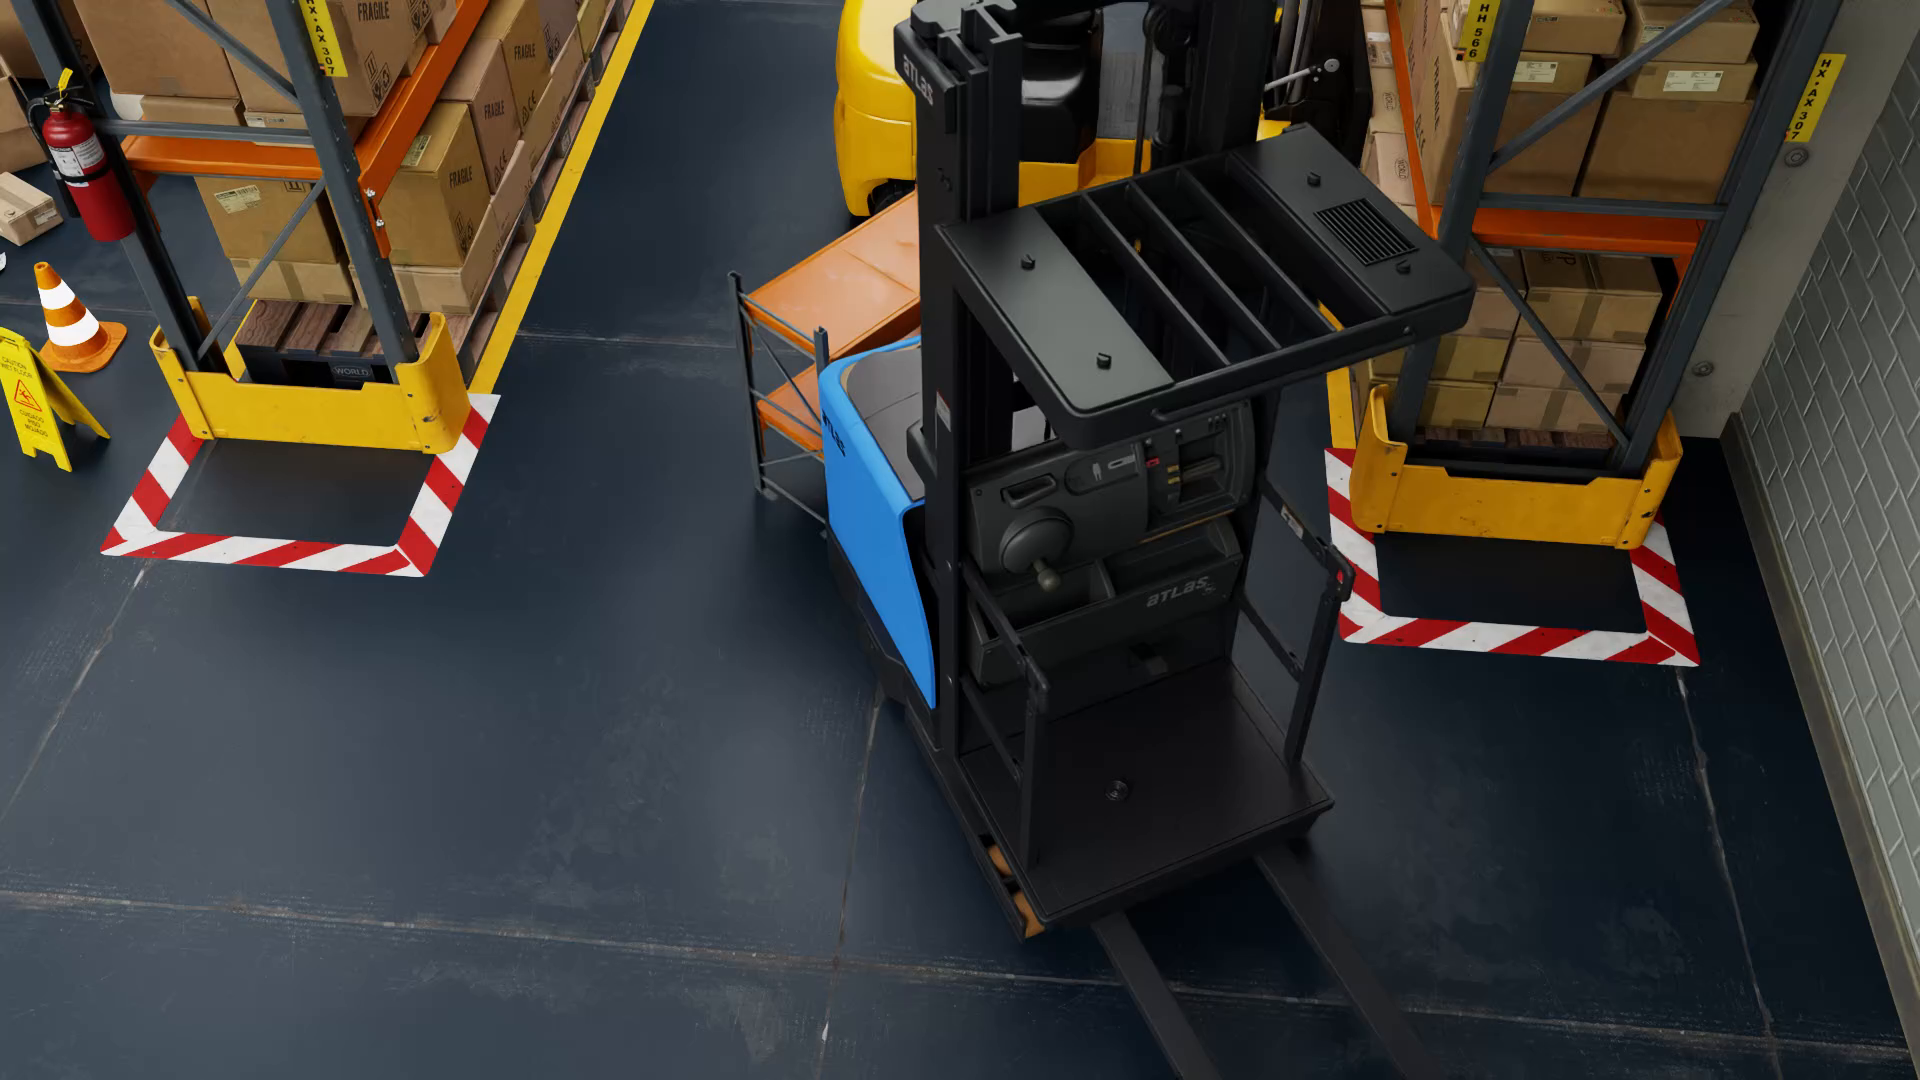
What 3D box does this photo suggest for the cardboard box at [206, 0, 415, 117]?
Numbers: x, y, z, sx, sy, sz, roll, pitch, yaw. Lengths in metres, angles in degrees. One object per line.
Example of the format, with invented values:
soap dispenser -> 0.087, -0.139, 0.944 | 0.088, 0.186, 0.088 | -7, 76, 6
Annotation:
cardboard box -> -2.419, -1.948, 6.230 | 0.500, 0.500, 0.500 | 3, 48, 3

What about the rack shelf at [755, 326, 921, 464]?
rack shelf -> -0.319, -0.592, 6.861 | 0.538, 0.278, 1.000 | 34, 56, 27

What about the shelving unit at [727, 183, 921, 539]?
shelving unit -> -0.319, -0.757, 6.680 | 0.538, 1.125, 1.048 | 34, 56, 27

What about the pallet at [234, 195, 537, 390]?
pallet -> -2.622, -1.194, 7.699 | 1.003, 0.211, 1.213 | 4, 48, 4

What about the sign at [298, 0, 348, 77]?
sign -> -2.198, -1.741, 5.723 | 0.100, 0.325, 0.005 | 4, 48, 4

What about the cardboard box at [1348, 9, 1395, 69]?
cardboard box -> 2.067, -2.183, 7.615 | 0.500, 0.250, 0.500 | 3, 48, 3

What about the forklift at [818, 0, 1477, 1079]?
forklift -> 0.554, -0.041, 4.801 | 1.130, 2.935, 3.031 | -19, 50, -16

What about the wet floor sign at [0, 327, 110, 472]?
wet floor sign -> -3.821, -0.623, 6.882 | 0.267, 0.644, 0.232 | 19, 50, 17

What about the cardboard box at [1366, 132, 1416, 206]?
cardboard box -> 1.977, -1.440, 6.935 | 0.500, 0.250, 0.500 | 5, 48, 4

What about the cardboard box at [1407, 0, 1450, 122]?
cardboard box -> 2.045, -1.947, 6.431 | 0.500, 0.500, 0.500 | 5, 48, 5

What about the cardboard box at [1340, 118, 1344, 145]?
cardboard box -> 2.068, -1.849, 7.987 | 0.500, 0.250, 0.500 | 5, 48, 5

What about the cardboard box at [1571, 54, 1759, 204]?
cardboard box -> 2.527, -1.533, 6.051 | 0.500, 0.500, 0.500 | 5, 48, 5

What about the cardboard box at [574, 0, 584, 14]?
cardboard box -> -2.205, -3.064, 8.590 | 0.500, 0.500, 0.500 | 5, 48, 4

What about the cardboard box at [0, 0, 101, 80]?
cardboard box -> -5.022, -2.837, 8.912 | 0.797, 0.637, 0.503 | 4, 48, 4

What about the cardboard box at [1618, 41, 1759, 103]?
cardboard box -> 2.494, -1.638, 5.708 | 0.380, 0.149, 0.250 | 3, 48, 3

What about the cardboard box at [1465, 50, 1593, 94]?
cardboard box -> 1.958, -1.680, 5.746 | 0.380, 0.149, 0.250 | 5, 48, 4

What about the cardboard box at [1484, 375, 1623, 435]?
cardboard box -> 2.445, -0.715, 6.950 | 0.500, 0.250, 0.500 | 4, 48, 4

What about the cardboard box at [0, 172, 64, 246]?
cardboard box -> -4.630, -1.621, 8.132 | 0.380, 0.149, 0.250 | 28, 53, 23

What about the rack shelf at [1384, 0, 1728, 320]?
rack shelf -> 2.388, -2.381, 7.382 | 1.077, 0.370, 4.000 | 4, 48, 4

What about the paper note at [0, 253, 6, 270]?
paper note -> -4.634, -1.311, 7.929 | 0.148, 0.019, 0.142 | -11, 49, -10

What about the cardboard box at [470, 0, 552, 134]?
cardboard box -> -2.291, -2.296, 7.888 | 0.500, 0.500, 0.500 | 5, 48, 4

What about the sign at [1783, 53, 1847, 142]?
sign -> 2.757, -1.431, 5.386 | 0.100, 0.325, 0.005 | 4, 48, 4

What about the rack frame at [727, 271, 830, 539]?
rack frame -> -0.664, -0.482, 6.429 | 0.500, 1.125, 0.032 | 34, 56, 27

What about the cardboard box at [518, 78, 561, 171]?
cardboard box -> -2.298, -2.049, 8.170 | 0.500, 0.250, 0.500 | 7, 48, 6

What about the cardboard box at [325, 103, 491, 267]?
cardboard box -> -2.388, -1.543, 7.199 | 0.500, 0.500, 0.500 | 2, 48, 2

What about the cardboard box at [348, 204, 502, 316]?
cardboard box -> -2.389, -1.273, 7.460 | 0.500, 0.250, 0.500 | 4, 48, 3

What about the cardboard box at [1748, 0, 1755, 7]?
cardboard box -> 2.535, -1.930, 5.774 | 0.380, 0.149, 0.250 | 5, 48, 5

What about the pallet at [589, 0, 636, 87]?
pallet -> -2.400, -2.987, 9.339 | 1.003, 0.211, 1.213 | 4, 48, 4

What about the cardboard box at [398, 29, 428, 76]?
cardboard box -> -2.387, -2.012, 6.727 | 0.380, 0.149, 0.250 | 2, 48, 2

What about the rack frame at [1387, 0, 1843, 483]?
rack frame -> 2.205, -1.154, 5.772 | 1.000, 3.000, 0.127 | 4, 48, 4

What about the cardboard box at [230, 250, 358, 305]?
cardboard box -> -2.930, -1.328, 7.511 | 0.500, 0.250, 0.500 | 4, 48, 3

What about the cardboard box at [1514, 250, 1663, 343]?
cardboard box -> 2.438, -1.045, 6.575 | 0.500, 0.250, 0.500 | 3, 48, 3

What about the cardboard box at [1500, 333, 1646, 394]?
cardboard box -> 2.455, -0.868, 6.751 | 0.500, 0.250, 0.500 | 5, 48, 4

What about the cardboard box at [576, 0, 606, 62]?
cardboard box -> -2.198, -2.793, 8.851 | 0.500, 0.250, 0.500 | 3, 48, 2

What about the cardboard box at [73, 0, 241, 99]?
cardboard box -> -2.963, -2.036, 6.310 | 0.500, 0.500, 0.500 | 3, 48, 3

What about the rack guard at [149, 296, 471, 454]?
rack guard -> -2.731, -0.697, 7.049 | 1.175, 0.500, 0.348 | 4, 48, 4
